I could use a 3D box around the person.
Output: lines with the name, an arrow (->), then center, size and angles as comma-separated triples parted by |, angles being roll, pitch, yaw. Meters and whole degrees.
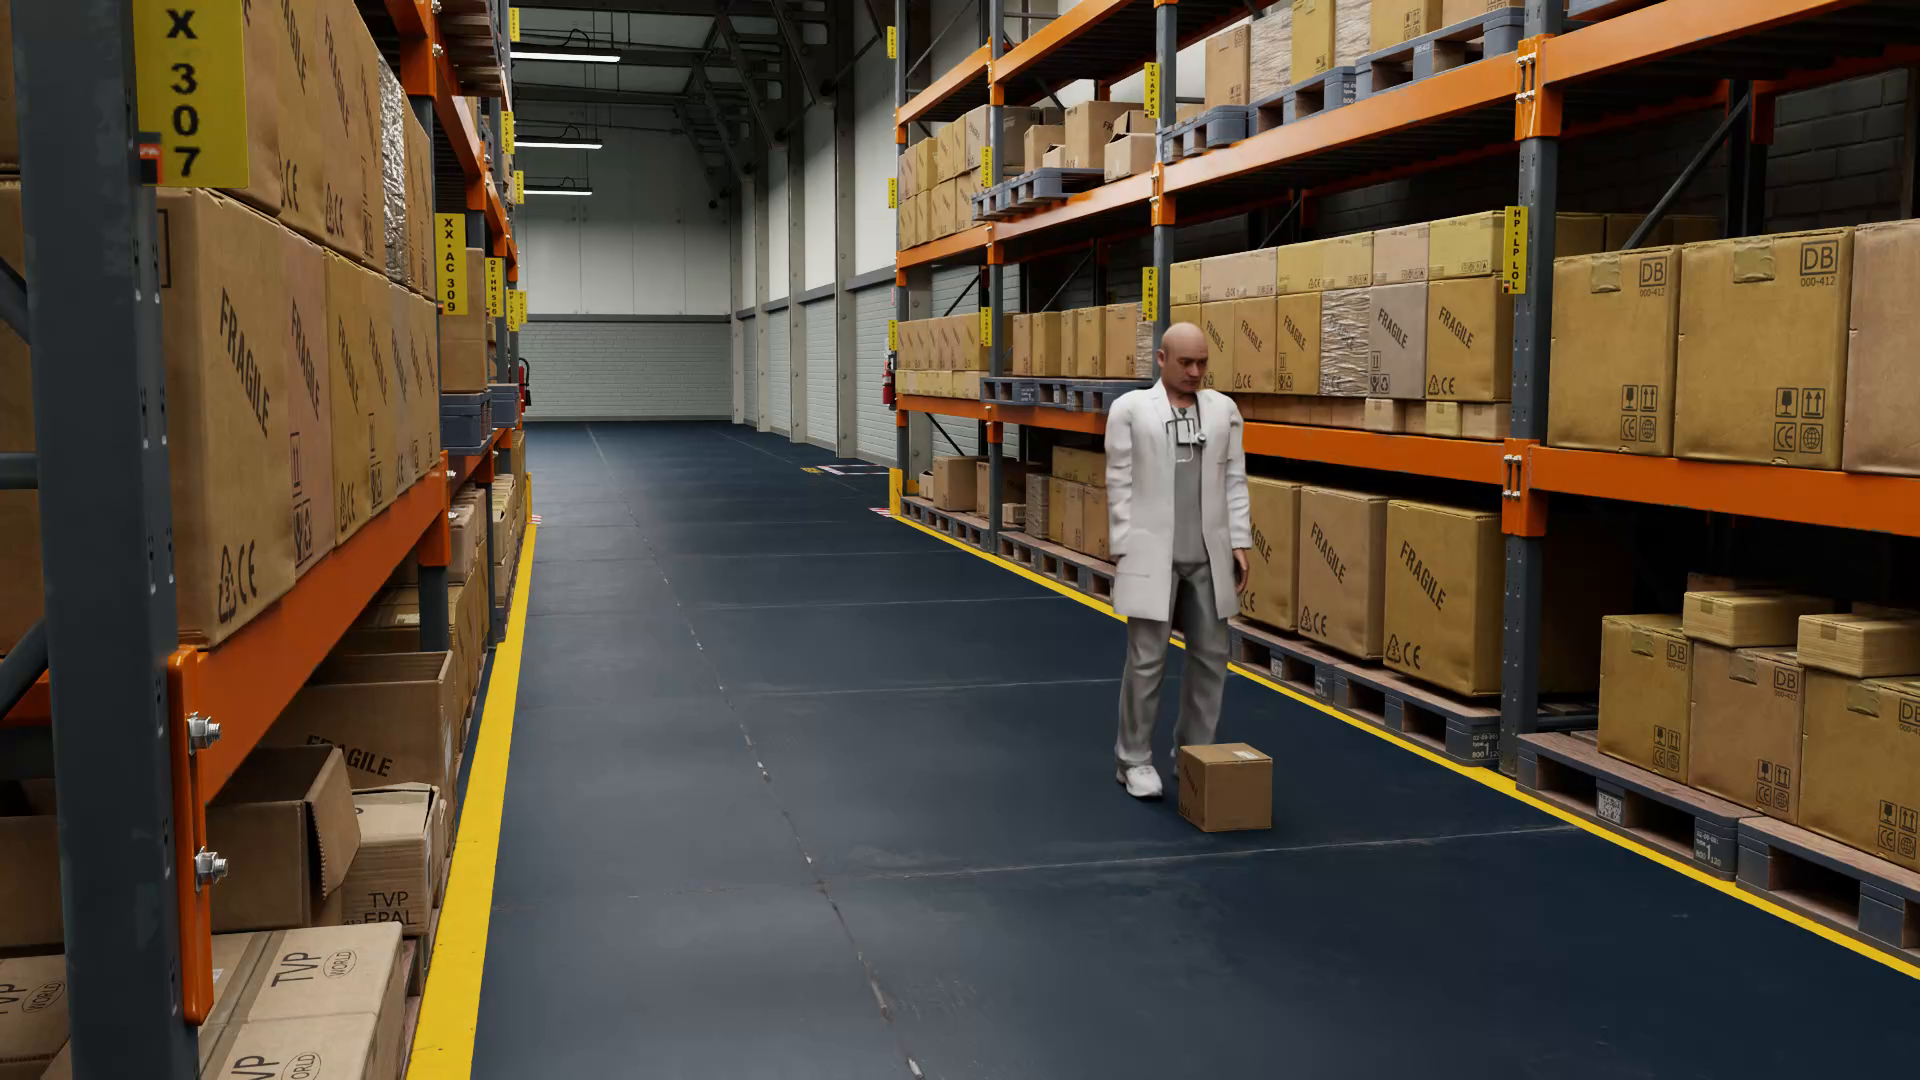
person -> 0.835, 0.070, 6.274 | 0.563, 1.774, 0.380 | -1, 6, -13
